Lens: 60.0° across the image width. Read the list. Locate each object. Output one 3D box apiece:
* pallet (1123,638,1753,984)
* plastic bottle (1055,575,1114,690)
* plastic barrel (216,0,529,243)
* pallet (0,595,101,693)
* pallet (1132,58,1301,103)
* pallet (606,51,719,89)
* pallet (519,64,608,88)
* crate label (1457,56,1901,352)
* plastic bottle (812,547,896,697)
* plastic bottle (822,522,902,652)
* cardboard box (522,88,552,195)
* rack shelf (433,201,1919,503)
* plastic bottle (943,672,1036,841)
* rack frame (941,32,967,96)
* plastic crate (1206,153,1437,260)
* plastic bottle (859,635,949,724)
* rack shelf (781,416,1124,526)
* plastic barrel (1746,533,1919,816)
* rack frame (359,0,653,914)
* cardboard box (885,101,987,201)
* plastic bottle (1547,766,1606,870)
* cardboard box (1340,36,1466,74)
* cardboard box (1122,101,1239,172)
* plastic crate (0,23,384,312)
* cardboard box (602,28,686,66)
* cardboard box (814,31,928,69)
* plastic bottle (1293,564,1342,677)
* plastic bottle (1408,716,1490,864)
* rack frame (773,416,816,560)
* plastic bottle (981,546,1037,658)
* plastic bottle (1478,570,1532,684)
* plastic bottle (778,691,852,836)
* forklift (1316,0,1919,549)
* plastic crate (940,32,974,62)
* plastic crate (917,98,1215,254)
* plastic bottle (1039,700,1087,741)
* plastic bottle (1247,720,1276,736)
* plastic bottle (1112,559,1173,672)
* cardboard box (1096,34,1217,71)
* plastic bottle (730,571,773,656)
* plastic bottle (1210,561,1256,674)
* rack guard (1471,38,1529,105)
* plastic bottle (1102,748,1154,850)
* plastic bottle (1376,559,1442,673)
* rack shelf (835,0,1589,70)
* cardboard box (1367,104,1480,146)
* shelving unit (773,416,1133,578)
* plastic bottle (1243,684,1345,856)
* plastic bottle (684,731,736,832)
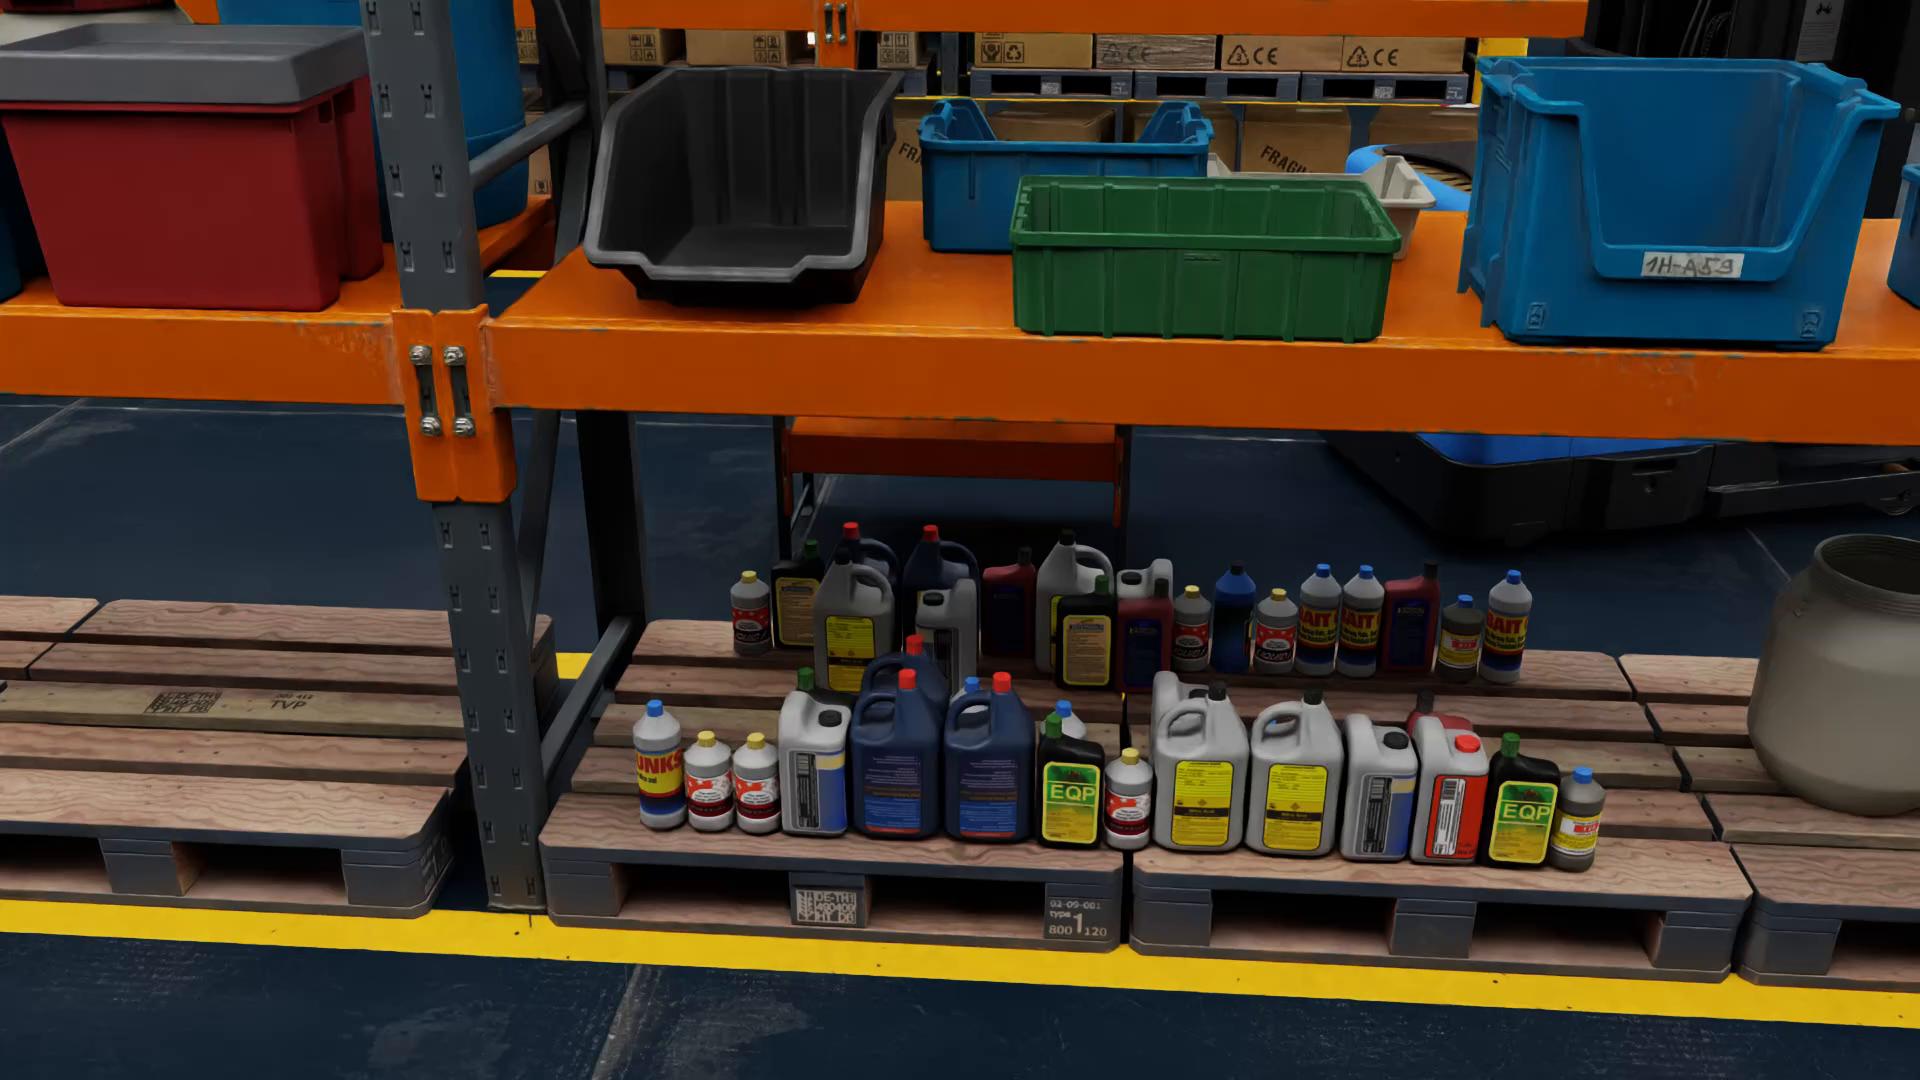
[{"bbox_3d":[0.985,0.564,3.772,1.213,0.211,1.003,2,25,4],"label":"pallet"},{"bbox_3d":[0.294,0.215,3.918,0.133,0.283,0.061,2,25,4],"label":"plastic bottle"},{"bbox_3d":[-1.263,-1.146,3.552,0.708,0.901,0.600,2,25,4],"label":"plastic barrel"},{"bbox_3d":[-2.907,0.440,4.041,1.213,0.211,1.003,2,25,4],"label":"pallet"},{"bbox_3d":[1.930,-3.546,12.704,1.213,0.211,1.003,2,25,4],"label":"pallet"},{"bbox_3d":[-2.037,-3.672,12.978,1.213,0.211,1.003,2,25,4],"label":"pallet"},{"bbox_3d":[-3.250,-3.713,13.066,1.213,0.211,1.003,2,25,4],"label":"pallet"},{"bbox_3d":[1.231,-0.614,2.953,0.616,0.435,0.502,2,25,4],"label":"crate label"},{"bbox_3d":[-0.248,0.184,3.903,0.185,0.351,0.144,2,25,4],"label":"plastic bottle"},{"bbox_3d":[-0.237,0.124,4.034,0.185,0.351,0.144,1,25,3],"label":"plastic bottle"},{"bbox_3d":[-2.165,-1.978,8.424,0.500,0.500,0.700,0,25,-1],"label":"cardboard box"},{"bbox_3d":[1.093,-0.389,3.367,4.000,0.370,1.077,2,25,4],"label":"rack shelf"},{"bbox_3d":[0.060,0.429,3.372,0.185,0.351,0.144,1,25,2],"label":"plastic bottle"},{"bbox_3d":[-0.042,-4.908,12.328,0.127,3.000,1.000,2,25,4],"label":"rack frame"},{"bbox_3d":[0.737,-0.713,3.527,0.437,0.136,0.530,2,25,4],"label":"plastic crate"},{"bbox_3d":[-0.117,0.363,3.516,0.185,0.351,0.144,2,25,4],"label":"plastic bottle"},{"bbox_3d":[-0.007,-0.289,5.118,1.000,0.278,0.538,2,25,4],"label":"rack shelf"},{"bbox_3d":[1.925,0.283,3.521,0.421,0.512,0.421,0,25,0],"label":"plastic barrel"},{"bbox_3d":[-0.901,-0.780,3.356,0.127,3.000,1.000,2,25,4],"label":"rack frame"},{"bbox_3d":[-0.126,-1.870,8.213,0.500,0.500,0.500,1,25,2],"label":"cardboard box"},{"bbox_3d":[1.222,0.544,3.301,0.097,0.201,0.097,0,25,0],"label":"plastic bottle"},{"bbox_3d":[3.265,-4.000,12.393,0.875,0.875,0.875,2,25,4],"label":"cardboard box"},{"bbox_3d":[1.070,-1.867,8.208,0.500,0.500,0.500,0,25,-1],"label":"cardboard box"},{"bbox_3d":[-1.408,-0.697,3.099,0.583,0.464,0.402,2,25,4],"label":"plastic crate"},{"bbox_3d":[-2.558,-4.121,12.807,0.750,0.750,1.050,2,25,5],"label":"cardboard box"},{"bbox_3d":[-0.668,-4.059,12.672,0.750,0.750,1.050,2,25,4],"label":"cardboard box"},{"bbox_3d":[0.861,0.186,3.995,0.097,0.271,0.097,0,25,0],"label":"plastic bottle"},{"bbox_3d":[0.973,0.490,3.328,0.135,0.276,0.152,2,25,4],"label":"plastic bottle"},{"bbox_3d":[-0.514,-0.527,5.051,0.032,1.125,0.500,2,25,4],"label":"rack frame"},{"bbox_3d":[0.120,0.149,4.061,0.133,0.283,0.061,3,25,8],"label":"plastic bottle"},{"bbox_3d":[1.303,0.200,3.964,0.097,0.271,0.097,0,25,0],"label":"plastic bottle"},{"bbox_3d":[-0.293,0.450,3.416,0.135,0.276,0.152,3,25,6],"label":"plastic bottle"},{"bbox_3d":[2.840,-1.620,5.264,3.031,2.935,1.130,-6,25,-12],"label":"forklift"},{"bbox_3d":[0.232,-4.197,14.078,0.662,0.188,0.450,16,39,31],"label":"plastic crate"},{"bbox_3d":[0.223,-0.790,3.556,0.616,0.251,0.499,2,25,4],"label":"plastic crate"},{"bbox_3d":[0.209,0.454,3.413,0.097,0.271,0.097,0,25,0],"label":"plastic bottle"},{"bbox_3d":[0.635,0.464,3.474,0.097,0.201,0.097,0,25,0],"label":"plastic bottle"},{"bbox_3d":[0.438,0.182,3.999,0.135,0.276,0.152,2,25,5],"label":"plastic bottle"},{"bbox_3d":[1.479,-4.057,12.518,0.875,0.875,0.875,2,25,4],"label":"cardboard box"},{"bbox_3d":[-0.516,0.173,4.106,0.097,0.201,0.097,0,25,0],"label":"plastic bottle"},{"bbox_3d":[0.659,0.179,4.009,0.097,0.271,0.097,0,25,0],"label":"plastic bottle"},{"bbox_3d":[3.970,-3.644,12.570,0.348,0.500,1.175,2,25,4],"label":"rack guard"},{"bbox_3d":[0.340,0.515,3.363,0.097,0.201,0.097,0,25,0],"label":"plastic bottle"},{"bbox_3d":[1.079,0.180,3.994,0.133,0.283,0.061,2,25,5],"label":"plastic bottle"},{"bbox_3d":[1.472,-2.453,7.853,4.000,0.370,1.077,2,25,4],"label":"rack shelf"},{"bbox_3d":[2.246,-1.803,8.068,0.500,0.500,0.500,8,26,18],"label":"cardboard box"},{"bbox_3d":[-0.007,-0.511,5.015,1.048,1.125,0.538,2,25,4],"label":"shelving unit"},{"bbox_3d":[0.669,0.448,3.330,0.185,0.351,0.144,3,25,6],"label":"plastic bottle"},{"bbox_3d":[-0.516,0.488,3.423,0.097,0.201,0.097,0,25,0],"label":"plastic bottle"}]
